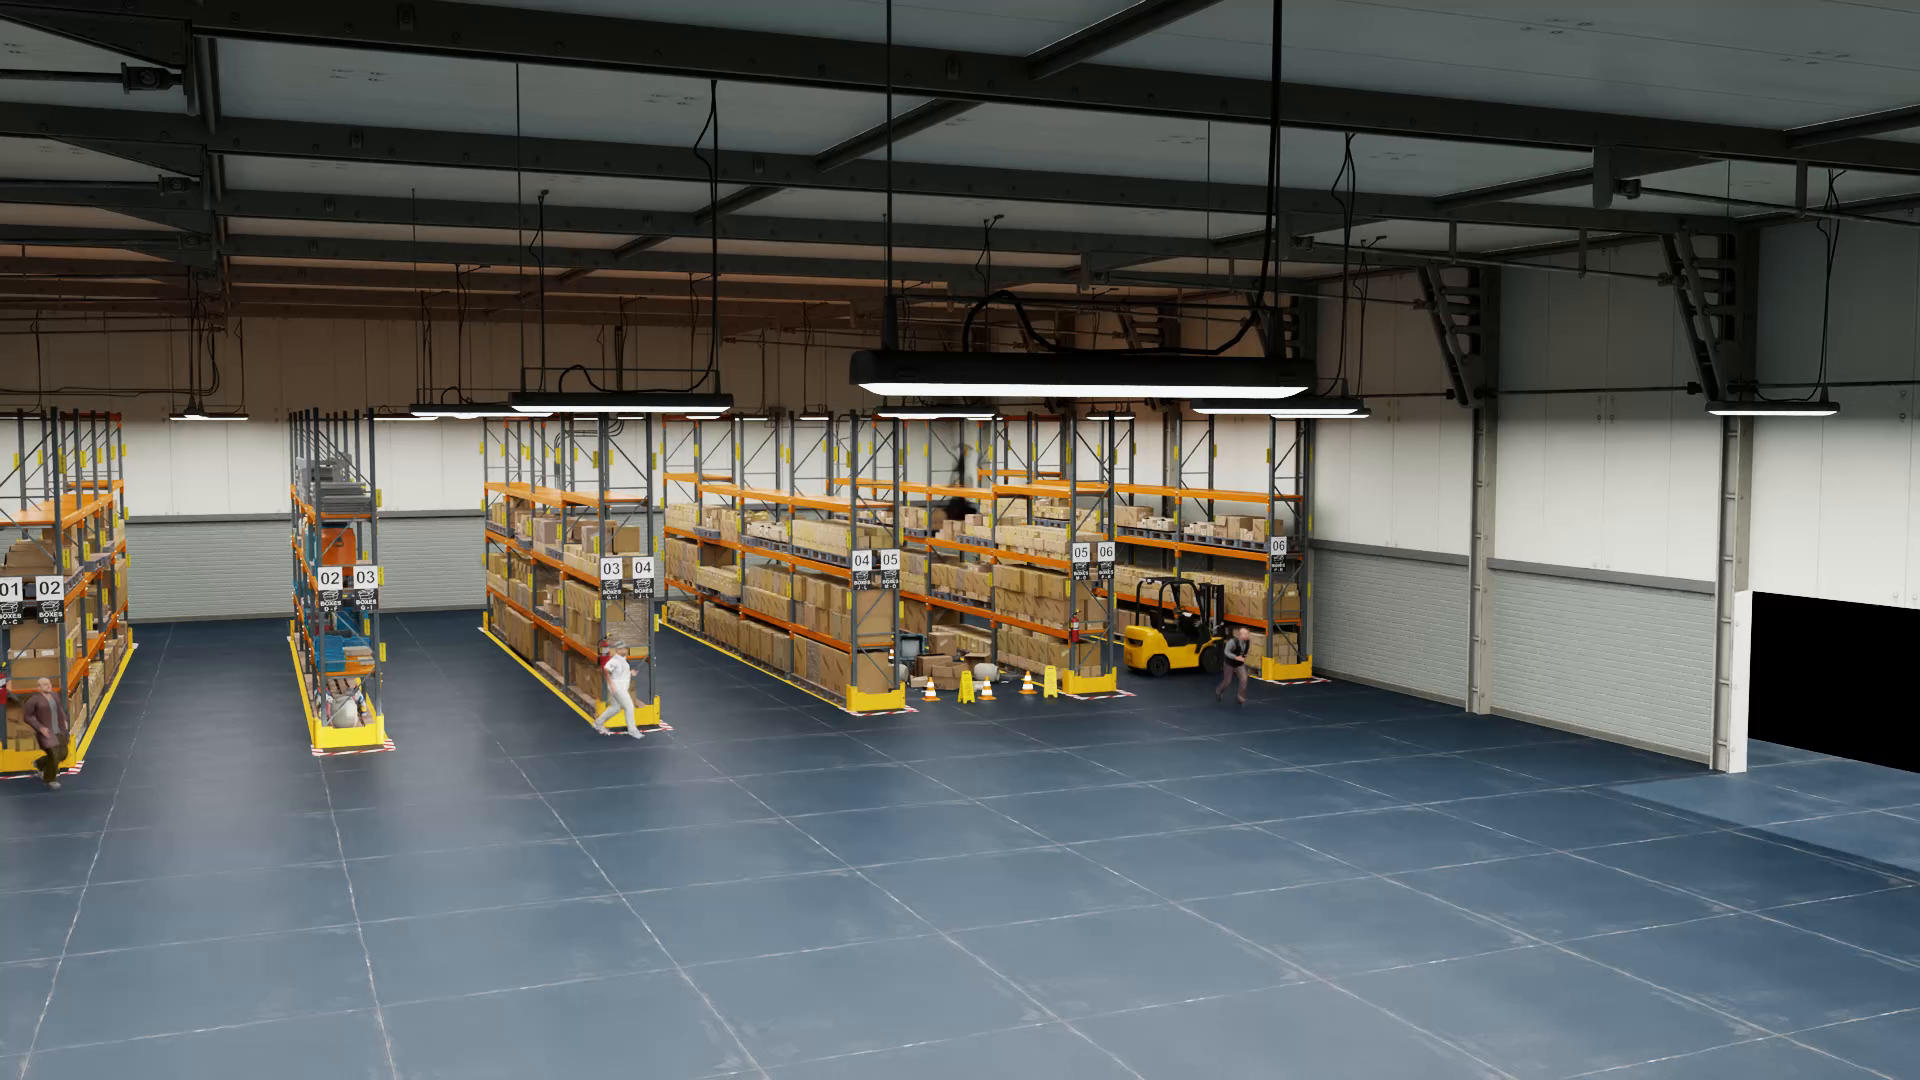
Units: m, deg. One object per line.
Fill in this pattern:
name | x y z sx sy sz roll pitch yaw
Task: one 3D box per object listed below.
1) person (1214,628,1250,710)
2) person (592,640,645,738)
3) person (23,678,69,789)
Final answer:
person | 5.511 2.576 33.641 0.701 1.682 0.993 -2 5 -30
person | -6.229 2.719 30.338 0.940 1.797 0.692 0 4 -6
person | -14.342 3.029 26.141 0.555 1.746 0.708 1 4 20
